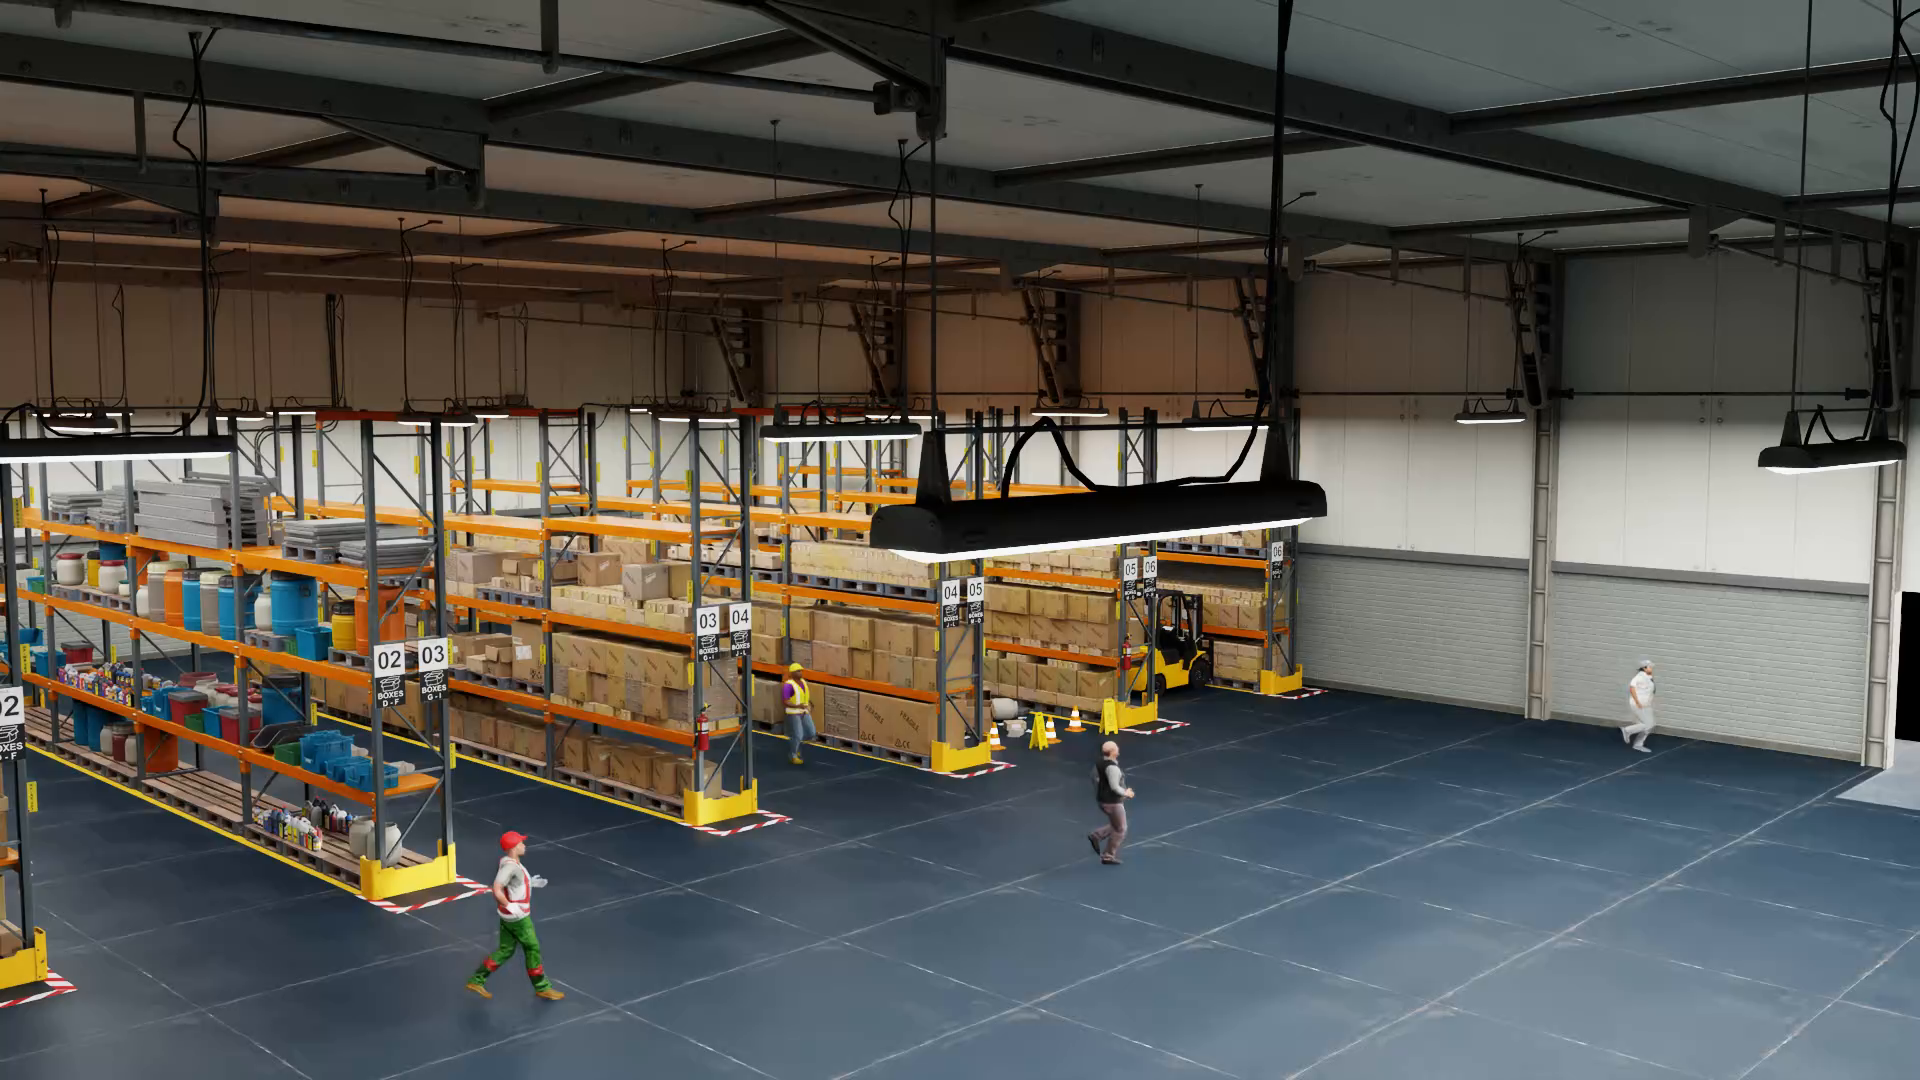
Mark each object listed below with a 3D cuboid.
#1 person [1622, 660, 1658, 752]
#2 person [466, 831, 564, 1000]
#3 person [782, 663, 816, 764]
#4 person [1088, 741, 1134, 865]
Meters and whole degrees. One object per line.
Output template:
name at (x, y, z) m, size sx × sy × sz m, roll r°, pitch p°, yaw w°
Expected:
person at (12.055, 2.925, 29.463) m, size 0.542 × 1.627 × 0.620 m, roll 3°, pitch 6°, yaw 33°
person at (-4.602, 3.898, 17.185) m, size 0.945 × 1.807 × 0.651 m, roll -3°, pitch 6°, yaw -27°
person at (-2.729, 2.956, 28.373) m, size 0.575 × 1.724 × 0.693 m, roll 3°, pitch 6°, yaw 34°
person at (2.032, 3.525, 22.326) m, size 0.580 × 1.679 × 0.660 m, roll -1°, pitch 5°, yaw -15°
